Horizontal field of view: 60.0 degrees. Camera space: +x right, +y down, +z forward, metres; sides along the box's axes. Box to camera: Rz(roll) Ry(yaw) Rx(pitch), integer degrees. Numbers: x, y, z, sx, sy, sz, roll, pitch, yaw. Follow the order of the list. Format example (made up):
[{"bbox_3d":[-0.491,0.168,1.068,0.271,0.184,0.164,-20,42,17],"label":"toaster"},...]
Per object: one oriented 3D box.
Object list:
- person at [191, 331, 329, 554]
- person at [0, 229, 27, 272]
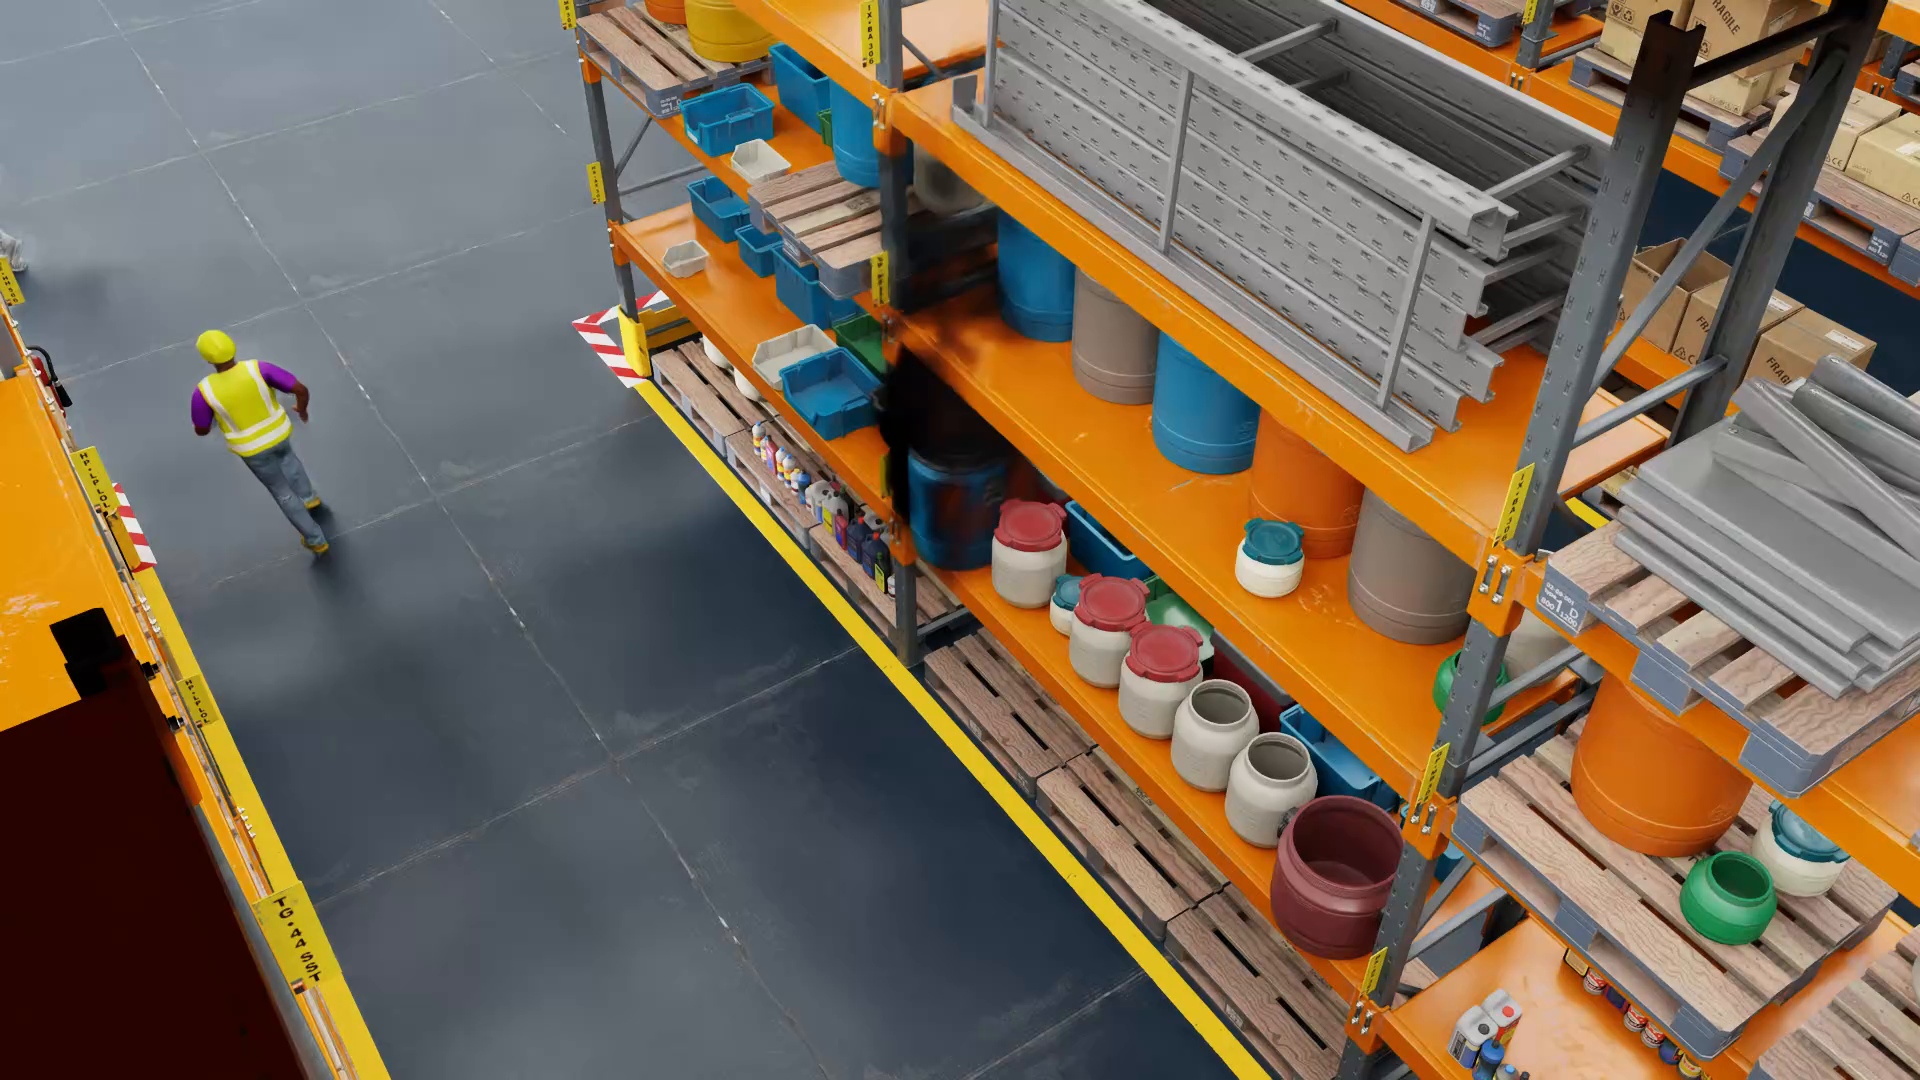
[{"bbox_3d":[-4.696,-0.644,11.169,0.696,1.804,0.769,-33,52,-31],"label":"person"},{"bbox_3d":[-8.179,-2.937,13.677,0.545,1.751,0.667,1,43,1],"label":"person"}]
